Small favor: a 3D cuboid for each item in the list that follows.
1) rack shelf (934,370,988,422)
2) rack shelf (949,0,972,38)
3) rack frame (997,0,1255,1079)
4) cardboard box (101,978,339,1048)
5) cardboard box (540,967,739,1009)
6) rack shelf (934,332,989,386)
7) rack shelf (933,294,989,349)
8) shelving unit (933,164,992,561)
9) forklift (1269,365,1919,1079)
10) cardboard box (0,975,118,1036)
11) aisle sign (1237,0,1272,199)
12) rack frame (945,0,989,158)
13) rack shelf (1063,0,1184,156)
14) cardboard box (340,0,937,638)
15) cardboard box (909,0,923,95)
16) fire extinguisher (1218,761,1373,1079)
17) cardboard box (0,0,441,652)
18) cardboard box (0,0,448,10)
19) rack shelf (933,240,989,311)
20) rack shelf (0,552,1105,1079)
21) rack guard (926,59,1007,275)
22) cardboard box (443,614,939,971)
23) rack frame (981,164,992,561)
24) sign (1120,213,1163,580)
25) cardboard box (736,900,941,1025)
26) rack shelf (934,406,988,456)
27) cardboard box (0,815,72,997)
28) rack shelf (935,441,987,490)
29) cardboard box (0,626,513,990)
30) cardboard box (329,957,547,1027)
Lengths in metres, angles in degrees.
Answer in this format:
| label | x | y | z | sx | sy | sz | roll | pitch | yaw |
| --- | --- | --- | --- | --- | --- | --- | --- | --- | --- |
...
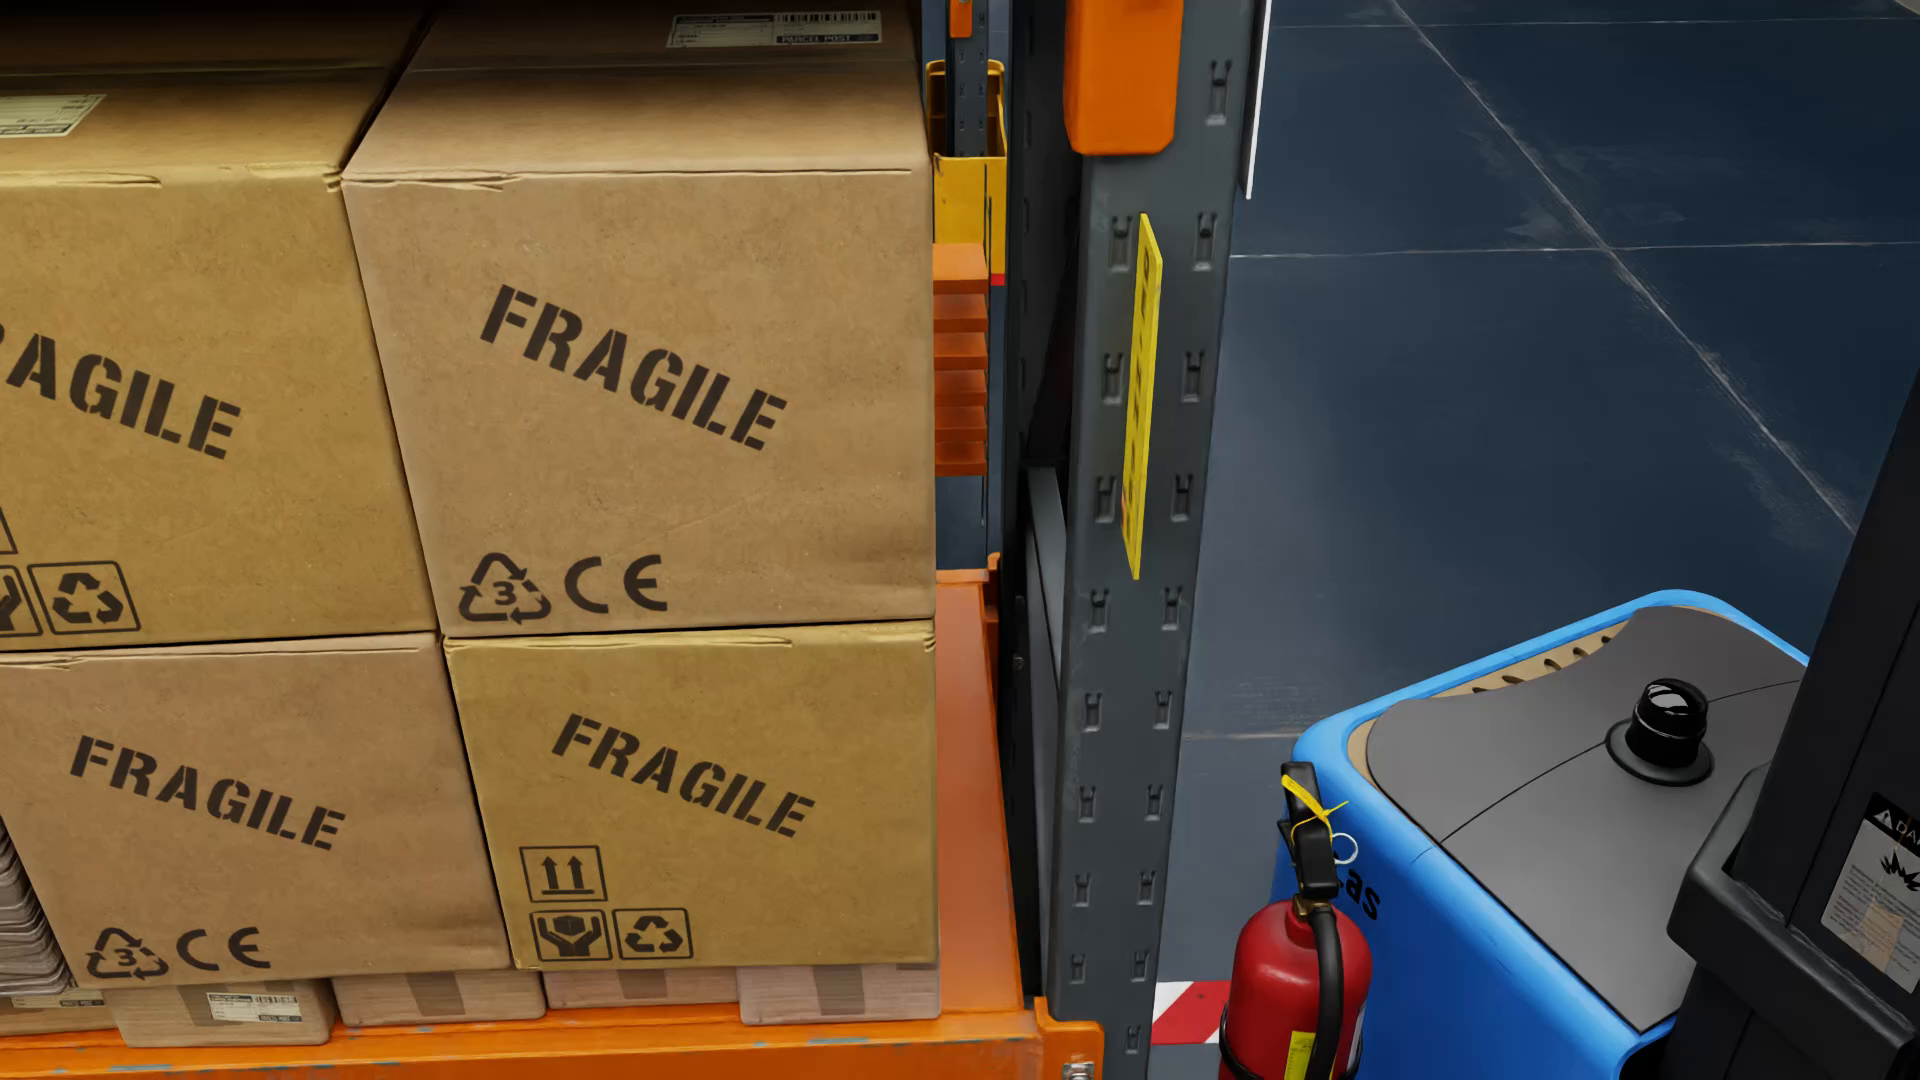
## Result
| label | x | y | z | sx | sy | sz | roll | pitch | yaw |
| --- | --- | --- | --- | --- | --- | --- | --- | --- | --- |
| rack shelf | -0.014 | -0.456 | 4.933 | 0.180 | 0.103 | 0.258 | -2 | 35 | -2 |
| rack shelf | -1.976 | -2.305 | 6.577 | 4.000 | 0.370 | 1.077 | -2 | 35 | -2 |
| rack frame | 0.155 | 0.167 | 2.373 | 0.127 | 3.000 | 1.000 | -2 | 35 | -2 |
| cardboard box | -0.911 | 0.461 | 2.169 | 0.250 | 0.149 | 0.380 | -1 | 35 | -1 |
| cardboard box | -0.407 | 0.425 | 2.220 | 0.250 | 0.149 | 0.380 | -2 | 35 | -2 |
| rack shelf | -0.014 | -0.555 | 4.865 | 0.180 | 0.103 | 0.258 | -2 | 35 | -2 |
| rack shelf | -0.014 | -0.654 | 4.797 | 0.180 | 0.103 | 0.258 | -2 | 35 | -2 |
| shelving unit | -0.014 | -0.493 | 4.908 | 0.189 | 1.200 | 0.258 | -2 | 35 | -2 |
| forklift | 1.695 | 0.622 | 1.776 | 1.130 | 2.935 | 3.031 | -17 | 38 | -23 |
| cardboard box | -1.175 | 0.451 | 2.183 | 0.250 | 0.149 | 0.380 | -3 | 35 | -4 |
| aisle sign | 0.242 | -0.733 | 1.389 | 0.004 | 0.787 | 0.394 | -2 | 35 | -2 |
| rack frame | 0.021 | -2.655 | 6.450 | 0.127 | 3.000 | 1.000 | -2 | 35 | -2 |
| rack shelf | -1.842 | -0.717 | 1.646 | 4.000 | 0.370 | 1.077 | -2 | 35 | -2 |
| cardboard box | -0.290 | -0.254 | 1.753 | 0.500 | 0.500 | 0.500 | -2 | 35 | -3 |
| cardboard box | -0.306 | -0.546 | 2.176 | 0.500 | 0.500 | 0.500 | -2 | 35 | -3 |
| fire extinguisher | 0.429 | 0.608 | 2.131 | 0.183 | 0.674 | 0.296 | -2 | 35 | -2 |
| cardboard box | -0.796 | -0.240 | 1.733 | 0.500 | 0.500 | 0.500 | -3 | 35 | -4 |
| cardboard box | -0.809 | -0.529 | 2.151 | 0.500 | 0.500 | 0.500 | -1 | 35 | -1 |
| rack shelf | -0.014 | -0.752 | 4.728 | 0.180 | 0.103 | 0.258 | -2 | 35 | -2 |
| rack shelf | -1.842 | 0.517 | 2.499 | 4.000 | 0.370 | 1.077 | -2 | 35 | -2 |
| rack guard | 0.045 | -1.628 | 7.163 | 0.348 | 0.500 | 1.175 | -2 | 35 | -2 |
| cardboard box | -0.281 | 0.162 | 2.031 | 0.500 | 0.500 | 0.500 | -1 | 35 | -1 |
| rack frame | 0.077 | -0.495 | 4.912 | 0.006 | 1.200 | 0.240 | -2 | 35 | -2 |
| sign | 0.162 | -0.123 | 1.497 | 0.005 | 0.325 | 0.100 | -2 | 35 | -2 |
| cardboard box | -0.157 | 0.440 | 2.199 | 0.250 | 0.149 | 0.380 | -1 | 35 | -2 |
| rack shelf | -0.014 | -0.358 | 5.002 | 0.180 | 0.103 | 0.258 | -2 | 35 | -2 |
| cardboard box | -1.302 | 0.192 | 1.987 | 0.500 | 0.500 | 0.500 | -1 | 35 | -2 |
| rack shelf | -0.014 | -0.259 | 5.070 | 0.180 | 0.103 | 0.258 | -2 | 35 | -2 |
| cardboard box | -0.796 | 0.173 | 2.015 | 0.500 | 0.500 | 0.500 | -2 | 35 | -3 |
| cardboard box | -0.657 | 0.441 | 2.198 | 0.250 | 0.149 | 0.380 | -2 | 35 | -3 |
